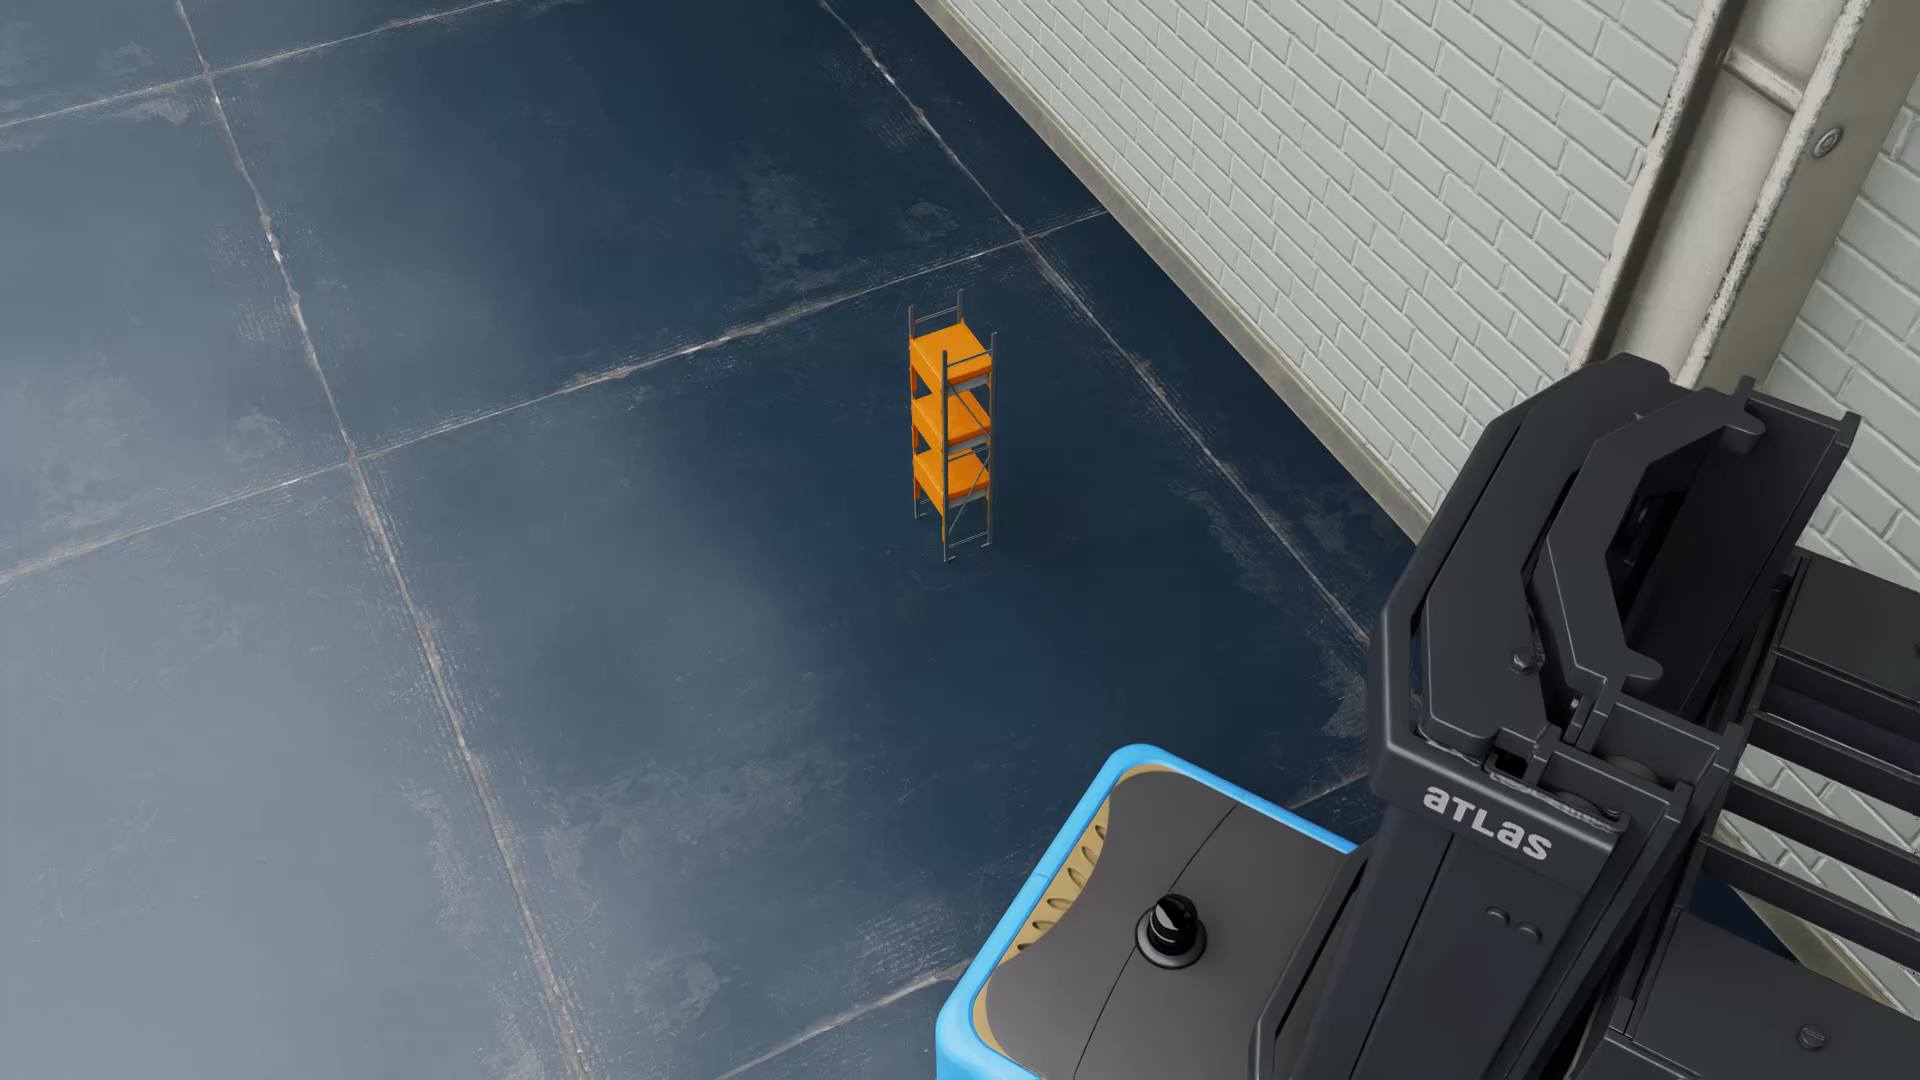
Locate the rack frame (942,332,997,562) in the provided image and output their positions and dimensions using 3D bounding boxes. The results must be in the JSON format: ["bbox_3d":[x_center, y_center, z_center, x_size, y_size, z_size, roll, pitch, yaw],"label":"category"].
[{"bbox_3d":[0.031,-0.300,5.815,0.200,1.050,0.008,-21,52,-18],"label":"rack frame"}]

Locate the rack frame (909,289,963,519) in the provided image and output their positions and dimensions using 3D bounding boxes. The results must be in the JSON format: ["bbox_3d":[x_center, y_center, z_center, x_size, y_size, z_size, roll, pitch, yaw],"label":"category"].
[{"bbox_3d":[-0.080,-0.463,5.958,0.200,1.050,0.008,-21,52,-18],"label":"rack frame"}]

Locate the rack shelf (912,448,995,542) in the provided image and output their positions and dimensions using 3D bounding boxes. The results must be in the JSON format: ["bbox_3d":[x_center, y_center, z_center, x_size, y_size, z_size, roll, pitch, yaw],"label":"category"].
[{"bbox_3d":[-0.025,-0.191,6.103,0.215,0.259,0.240,-21,52,-18],"label":"rack shelf"}]

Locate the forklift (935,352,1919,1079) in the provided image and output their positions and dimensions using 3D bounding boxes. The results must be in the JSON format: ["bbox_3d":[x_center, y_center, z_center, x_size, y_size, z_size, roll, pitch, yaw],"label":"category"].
[{"bbox_3d":[1.451,1.148,3.298,3.031,2.935,1.130,25,53,20],"label":"forklift"}]

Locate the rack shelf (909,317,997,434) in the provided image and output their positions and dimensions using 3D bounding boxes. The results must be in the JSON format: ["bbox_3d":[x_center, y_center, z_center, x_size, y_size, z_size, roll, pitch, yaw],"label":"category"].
[{"bbox_3d":[-0.025,-0.561,5.680,0.215,0.259,0.240,-21,52,-18],"label":"rack shelf"}]

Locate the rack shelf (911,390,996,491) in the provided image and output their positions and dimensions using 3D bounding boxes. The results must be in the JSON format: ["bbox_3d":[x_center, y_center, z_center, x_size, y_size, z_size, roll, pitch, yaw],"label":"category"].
[{"bbox_3d":[-0.025,-0.374,5.894,0.215,0.259,0.240,-21,52,-18],"label":"rack shelf"}]

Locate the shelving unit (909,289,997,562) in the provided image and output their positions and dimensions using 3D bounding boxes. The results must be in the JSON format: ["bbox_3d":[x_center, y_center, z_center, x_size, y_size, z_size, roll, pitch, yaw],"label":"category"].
[{"bbox_3d":[-0.025,-0.381,5.886,0.215,1.050,0.252,-21,52,-18],"label":"shelving unit"}]

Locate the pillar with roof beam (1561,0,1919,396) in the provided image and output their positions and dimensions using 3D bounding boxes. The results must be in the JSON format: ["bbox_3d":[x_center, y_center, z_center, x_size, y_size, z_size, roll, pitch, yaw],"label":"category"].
[{"bbox_3d":[-1.883,-0.925,1.081,9.100,9.000,0.400,-21,52,-18],"label":"pillar with roof beam"}]
